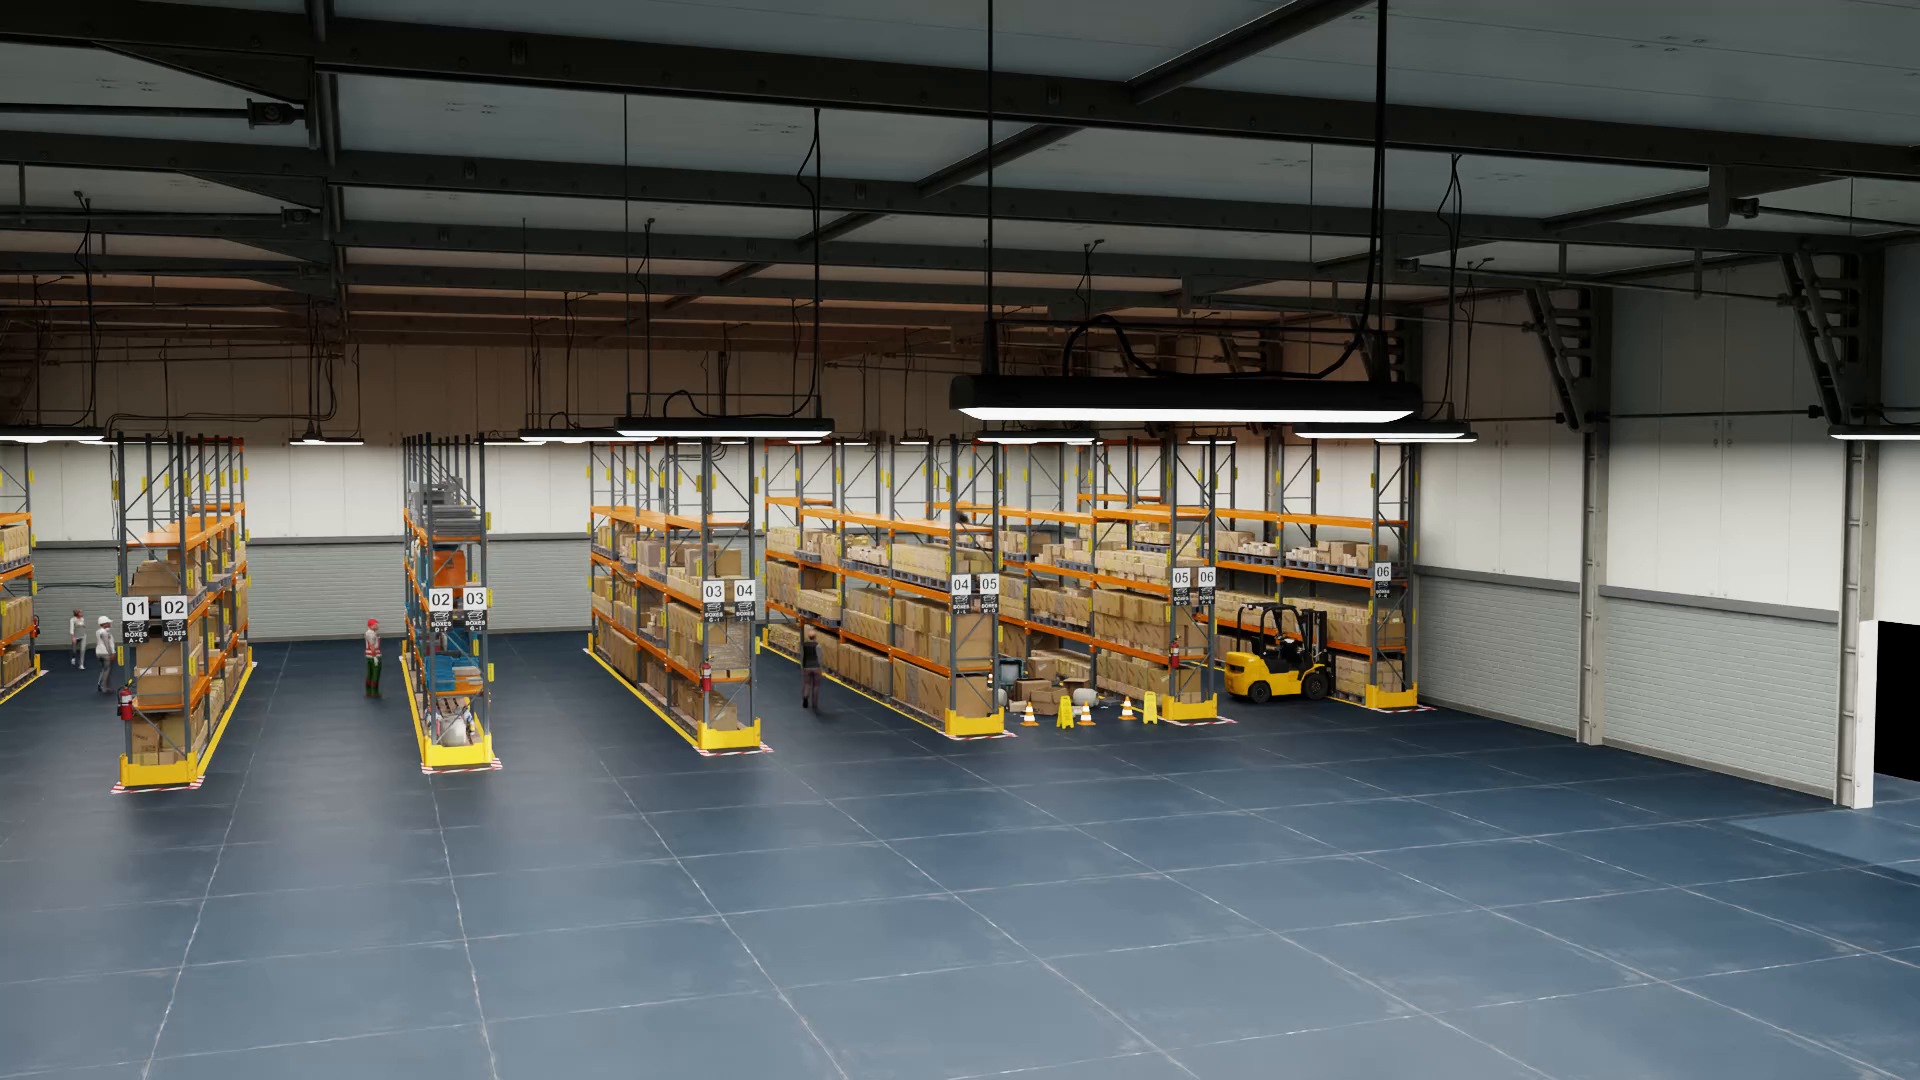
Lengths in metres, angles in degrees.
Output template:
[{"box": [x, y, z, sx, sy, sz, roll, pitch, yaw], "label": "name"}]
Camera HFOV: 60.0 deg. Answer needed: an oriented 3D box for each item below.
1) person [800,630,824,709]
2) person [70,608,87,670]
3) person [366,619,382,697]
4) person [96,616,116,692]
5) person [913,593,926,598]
[{"box": [-3.248, 2.872, 36.386, 0.544, 1.635, 0.524, 1, 3, 14], "label": "person"}, {"box": [-22.805, 2.546, 43.007, 0.393, 1.566, 0.688, -2, 4, -32], "label": "person"}, {"box": [-13.463, 2.699, 38.244, 0.419, 1.798, 0.584, -3, 4, -43], "label": "person"}, {"box": [-19.990, 2.673, 38.943, 0.555, 1.793, 0.476, 1, 3, 22], "label": "person"}, {"box": [-1.248, 1.875, 53.695, 0.957, 1.747, 0.616, -2, 4, -27], "label": "person"}]
